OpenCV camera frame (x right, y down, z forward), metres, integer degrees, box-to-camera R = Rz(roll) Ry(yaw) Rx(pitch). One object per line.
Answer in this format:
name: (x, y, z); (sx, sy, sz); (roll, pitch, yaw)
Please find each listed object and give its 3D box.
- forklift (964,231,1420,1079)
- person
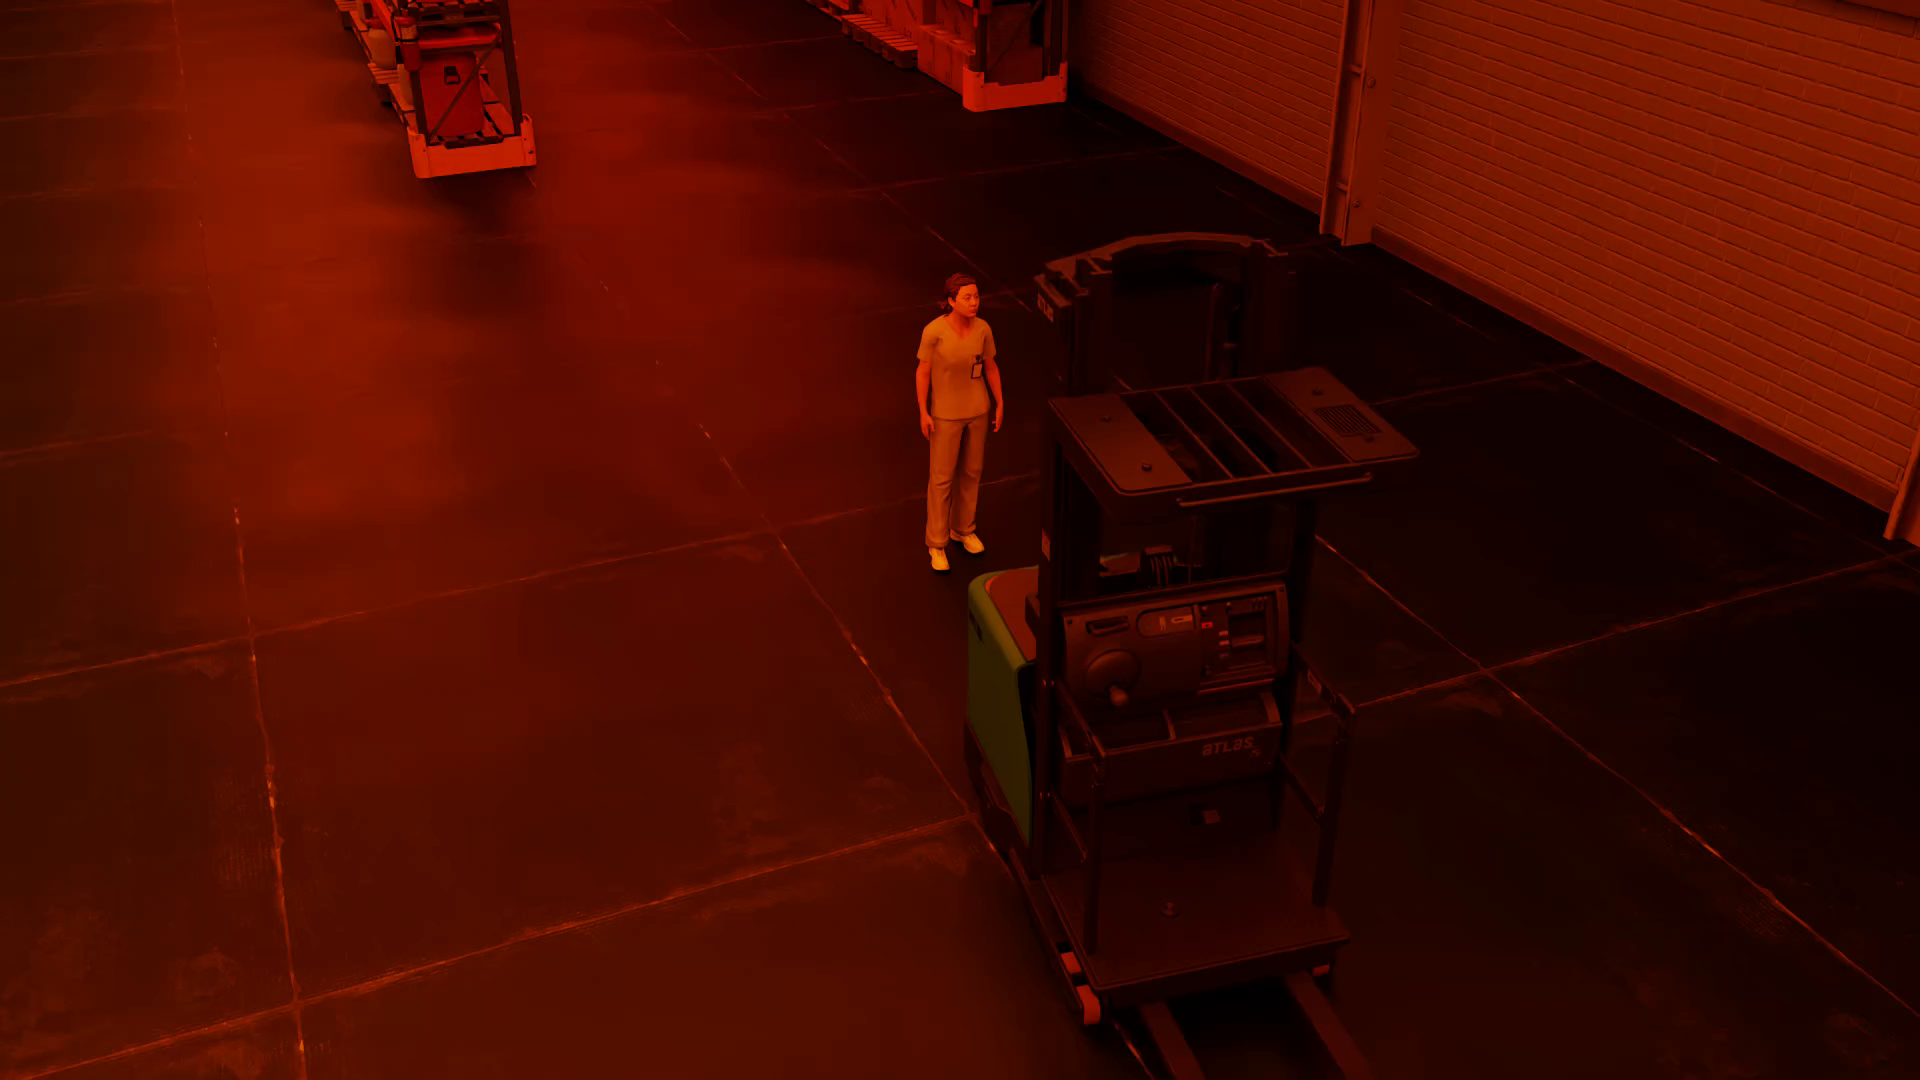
forklift: (0.910, 0.458, 6.319); (1.130, 2.935, 3.031); (-8, 31, -14)
person: (0.017, -0.697, 9.589); (0.549, 1.673, 0.548); (-12, 32, -20)
